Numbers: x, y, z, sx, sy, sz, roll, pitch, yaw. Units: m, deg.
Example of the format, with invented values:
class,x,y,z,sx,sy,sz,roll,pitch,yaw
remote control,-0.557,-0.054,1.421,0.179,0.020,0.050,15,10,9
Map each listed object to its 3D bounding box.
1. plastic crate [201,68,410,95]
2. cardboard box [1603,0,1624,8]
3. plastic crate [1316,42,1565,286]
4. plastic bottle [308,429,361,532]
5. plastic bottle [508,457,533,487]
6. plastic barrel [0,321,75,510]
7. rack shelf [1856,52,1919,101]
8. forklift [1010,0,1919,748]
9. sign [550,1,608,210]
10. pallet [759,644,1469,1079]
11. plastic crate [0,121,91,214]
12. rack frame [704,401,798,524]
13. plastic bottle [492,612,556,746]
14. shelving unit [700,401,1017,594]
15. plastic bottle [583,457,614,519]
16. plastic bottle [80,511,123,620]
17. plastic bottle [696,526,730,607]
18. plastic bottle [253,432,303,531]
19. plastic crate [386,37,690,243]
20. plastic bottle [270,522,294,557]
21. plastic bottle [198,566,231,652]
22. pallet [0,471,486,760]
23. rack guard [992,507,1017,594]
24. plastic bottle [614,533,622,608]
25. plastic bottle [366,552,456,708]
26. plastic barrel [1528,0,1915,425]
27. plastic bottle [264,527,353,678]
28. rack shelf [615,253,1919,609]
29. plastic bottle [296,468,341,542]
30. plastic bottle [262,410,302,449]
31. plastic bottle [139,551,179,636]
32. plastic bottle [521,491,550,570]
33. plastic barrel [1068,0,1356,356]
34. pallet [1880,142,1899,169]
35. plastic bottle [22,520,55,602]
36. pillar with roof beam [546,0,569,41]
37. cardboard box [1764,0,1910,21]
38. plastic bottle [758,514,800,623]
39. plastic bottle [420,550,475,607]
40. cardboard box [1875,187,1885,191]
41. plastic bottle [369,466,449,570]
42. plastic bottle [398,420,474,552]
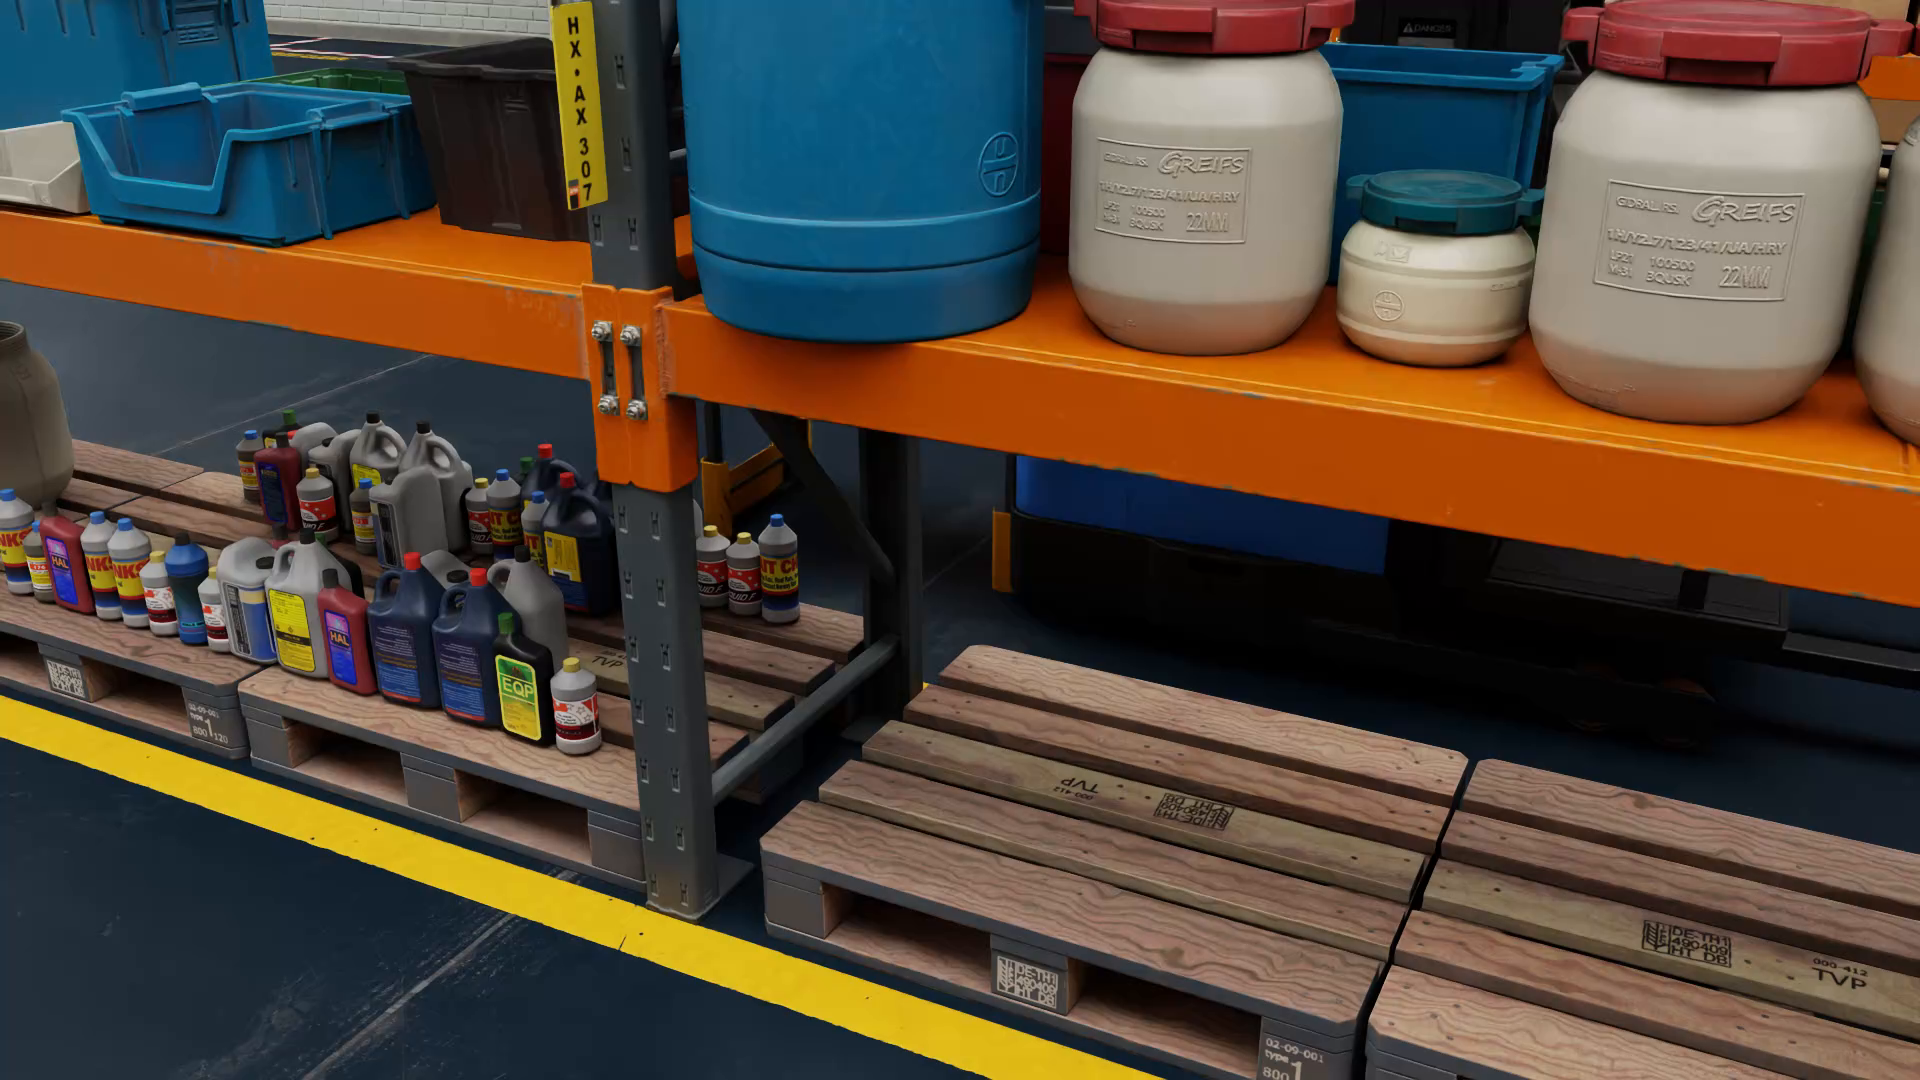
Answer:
class,x,y,z,sx,sy,sz,roll,pitch,yaw
plastic crate,-1.453,-1.019,4.083,0.662,0.188,0.450,11,25,25
cardboard box,2.568,-2.164,6.826,0.250,0.149,0.380,11,25,25
plastic crate,0.756,-0.684,3.047,0.575,0.384,0.392,11,25,25
plastic bottle,-1.765,-0.184,4.767,0.135,0.276,0.152,10,25,23
plastic bottle,-1.199,-0.095,4.549,0.133,0.283,0.061,12,26,27
plastic barrel,-2.870,-0.355,4.893,0.421,0.512,0.421,0,23,0
rack shelf,3.654,-1.823,6.623,4.000,0.370,1.077,11,25,25
forklift,1.703,-1.079,4.042,3.031,2.935,1.130,10,25,22
sign,-0.627,-0.715,2.745,0.005,0.325,0.100,11,25,25
pallet,0.349,0.630,3.498,1.213,0.211,1.003,11,25,25
plastic crate,-1.932,-0.855,3.764,0.437,0.136,0.530,11,25,25
rack frame,-0.677,-0.806,5.229,0.032,1.500,0.500,10,25,22
plastic bottle,-0.947,0.300,3.621,0.133,0.283,0.061,13,26,27
shelving unit,-0.206,-0.722,5.031,1.083,1.500,0.587,10,25,22
plastic bottle,-0.902,-0.049,4.355,0.185,0.351,0.144,12,26,26
plastic bottle,-2.155,0.058,4.204,0.097,0.271,0.097,0,23,0
plastic bottle,-0.637,0.062,4.285,0.097,0.201,0.097,0,23,0
plastic bottle,-1.937,-0.174,4.735,0.133,0.283,0.061,11,25,25
plastic crate,-0.779,-0.886,3.580,0.504,0.338,0.767,11,25,25
plastic bottle,-1.629,0.098,4.095,0.133,0.283,0.061,11,25,25
plastic bottle,-1.794,0.162,4.050,0.097,0.201,0.097,0,23,0
pallet,-2.042,0.157,4.611,1.213,0.211,1.003,11,25,25
rack guard,0.247,-0.066,5.085,0.087,0.250,0.587,10,25,22
plastic bottle,-0.804,0.050,4.208,0.133,0.283,0.061,11,25,25
plastic bottle,-1.245,0.192,3.789,0.185,0.351,0.144,10,25,22
plastic barrel,1.041,-0.465,2.338,0.433,0.535,0.433,0,23,0
plastic bottle,-1.533,0.135,3.923,0.185,0.351,0.144,11,25,24
rack shelf,1.416,-0.094,2.557,4.000,0.370,1.077,11,25,25
plastic bottle,-1.805,-0.102,4.671,0.097,0.201,0.097,0,23,0
plastic bottle,-1.989,-0.251,4.917,0.133,0.283,0.061,12,26,26
plastic bottle,-1.978,0.126,4.135,0.097,0.201,0.097,0,23,0
plastic bottle,-1.086,0.004,4.331,0.097,0.271,0.097,0,23,0
plastic barrel,0.386,-0.595,2.642,0.433,0.535,0.433,0,23,0
pallet,5.889,-2.603,11.101,1.213,0.211,1.003,11,25,25
plastic bottle,-2.369,0.048,4.317,0.097,0.201,0.097,0,23,0
pillar with roof beam,-5.751,-7.439,11.245,0.400,9.000,9.100,11,25,25
cardboard box,3.464,-2.230,6.534,0.500,0.500,0.500,11,25,25
plastic bottle,-0.456,0.066,4.187,0.097,0.271,0.097,0,23,0
plastic bottle,-1.201,0.170,3.936,0.135,0.276,0.152,11,25,25
cardboard box,3.498,-1.262,6.645,0.500,0.311,0.500,12,26,26
plastic bottle,-1.494,-0.067,4.492,0.135,0.276,0.152,11,25,25
plastic bottle,-1.450,-0.157,4.610,0.185,0.351,0.144,11,25,24
